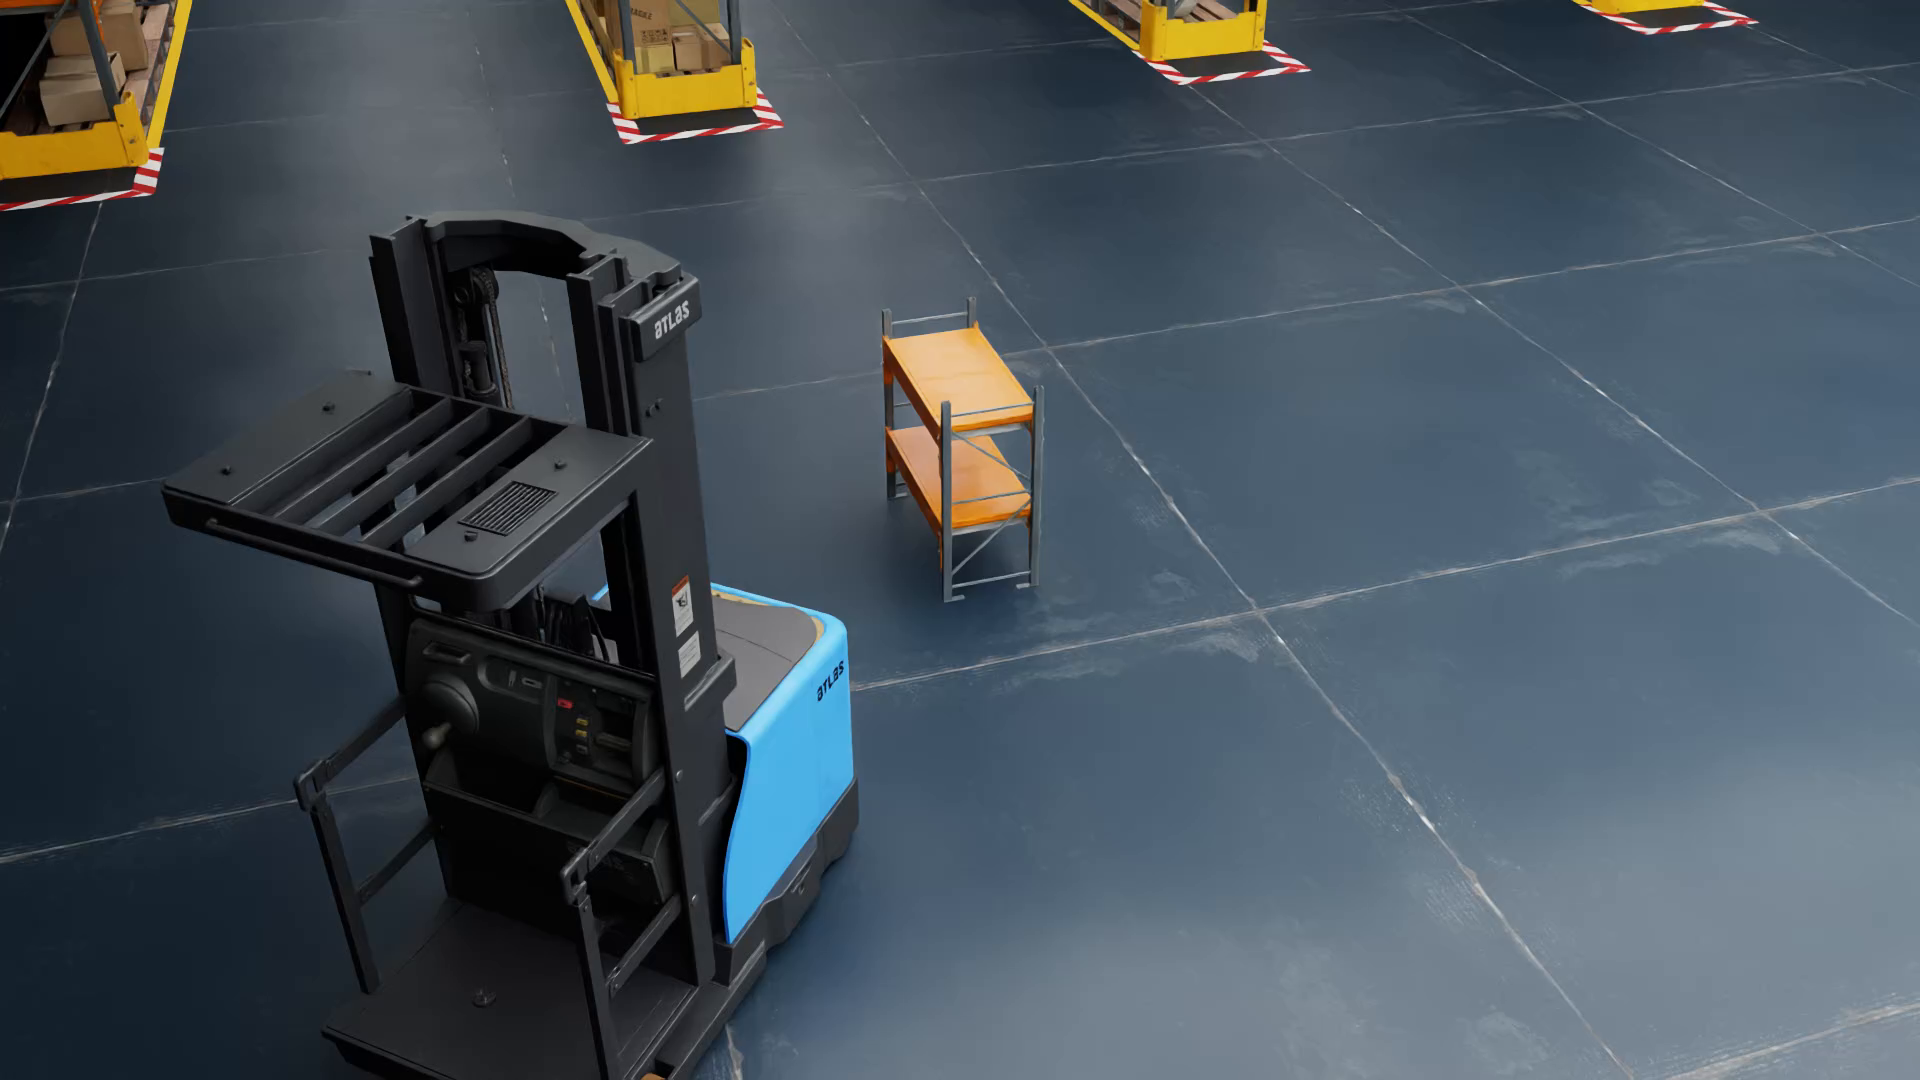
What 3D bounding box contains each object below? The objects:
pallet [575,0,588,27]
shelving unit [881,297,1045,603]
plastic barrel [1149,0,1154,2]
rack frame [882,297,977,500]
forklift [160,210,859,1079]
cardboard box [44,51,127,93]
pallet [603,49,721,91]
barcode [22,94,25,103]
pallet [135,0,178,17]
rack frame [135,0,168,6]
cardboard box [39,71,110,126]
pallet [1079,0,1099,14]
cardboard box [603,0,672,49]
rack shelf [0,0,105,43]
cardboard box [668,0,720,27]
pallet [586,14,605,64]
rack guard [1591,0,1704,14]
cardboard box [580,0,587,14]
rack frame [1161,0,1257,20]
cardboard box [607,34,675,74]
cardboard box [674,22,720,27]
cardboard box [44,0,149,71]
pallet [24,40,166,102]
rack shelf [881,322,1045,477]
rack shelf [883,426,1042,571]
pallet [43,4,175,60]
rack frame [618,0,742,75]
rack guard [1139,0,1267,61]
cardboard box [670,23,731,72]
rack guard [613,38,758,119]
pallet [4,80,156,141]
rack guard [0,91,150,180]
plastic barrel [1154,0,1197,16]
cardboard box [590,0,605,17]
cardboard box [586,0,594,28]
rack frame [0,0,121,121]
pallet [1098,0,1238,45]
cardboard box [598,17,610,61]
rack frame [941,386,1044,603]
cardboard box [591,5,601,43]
[{"bbox_3d":[-3.382,-5.544,16.948,1.003,0.211,1.213,-10,35,-15],"label":"pallet"},{"bbox_3d":[-0.002,-0.473,8.445,0.538,1.125,1.048,-10,35,-15],"label":"shelving unit"},{"bbox_3d":[1.928,-5.596,16.373,0.421,0.512,0.421,0,33,0],"label":"plastic barrel"},{"bbox_3d":[-0.157,-0.740,8.849,0.500,1.125,0.032,-10,35,-15],"label":"rack frame"},{"bbox_3d":[-1.478,0.605,5.175,1.130,2.935,3.031,14,36,20],"label":"forklift"},{"bbox_3d":[-7.380,-3.936,14.026,0.500,0.311,0.500,-7,34,-11],"label":"cardboard box"},{"bbox_3d":[-2.638,-4.263,15.009,1.003,0.211,1.213,-10,35,-15],"label":"pallet"},{"bbox_3d":[-7.593,-3.583,13.483,0.001,0.075,0.075,-10,35,-15],"label":"barcode"},{"bbox_3d":[-8.540,-5.542,16.945,1.003,0.211,1.213,-10,35,-15],"label":"pallet"},{"bbox_3d":[-8.301,-6.297,15.558,1.000,3.000,0.127,-10,35,-15],"label":"rack frame"},{"bbox_3d":[-7.206,-3.637,13.573,0.500,0.311,0.500,-14,36,-20],"label":"cardboard box"},{"bbox_3d":[1.675,-5.798,17.333,1.003,0.211,1.213,-10,35,-15],"label":"pallet"},{"bbox_3d":[-2.811,-4.604,14.430,0.500,0.500,0.500,-10,35,-15],"label":"cardboard box"},{"bbox_3d":[-7.691,-4.947,14.168,1.077,0.370,4.000,-10,35,-15],"label":"rack shelf"},{"bbox_3d":[-2.471,-4.954,14.959,0.500,0.500,0.500,-10,35,-15],"label":"cardboard box"},{"bbox_3d":[-3.006,-4.902,15.977,1.003,0.211,1.213,-10,35,-15],"label":"pallet"},{"bbox_3d":[7.048,-5.693,16.911,1.175,0.500,0.348,-10,35,-15],"label":"rack guard"},{"bbox_3d":[-3.437,-5.339,16.221,0.500,0.250,0.500,-10,35,-15],"label":"cardboard box"},{"bbox_3d":[2.354,-5.863,14.901,1.000,3.000,0.127,-10,35,-15],"label":"rack frame"},{"bbox_3d":[-2.809,-4.292,14.637,0.500,0.250,0.500,-10,35,-15],"label":"cardboard box"},{"bbox_3d":[-2.472,-4.641,15.165,0.500,0.250,0.500,-10,35,-15],"label":"cardboard box"},{"bbox_3d":[-7.556,-4.409,14.569,0.700,0.500,0.500,-12,35,-18],"label":"cardboard box"},{"bbox_3d":[-7.687,-4.145,14.831,1.003,0.211,1.213,-10,35,-15],"label":"pallet"},{"bbox_3d":[-0.002,-0.717,8.284,0.538,0.278,1.000,-10,35,-15],"label":"rack shelf"},{"bbox_3d":[-0.002,-0.269,8.580,0.538,0.278,1.000,-10,35,-15],"label":"rack shelf"},{"bbox_3d":[-8.063,-4.787,15.802,1.003,0.211,1.213,-10,35,-15],"label":"pallet"},{"bbox_3d":[-2.364,-5.032,13.644,1.000,3.000,0.127,-10,35,-15],"label":"rack frame"},{"bbox_3d":[2.286,-4.852,15.639,1.175,0.500,0.348,-10,35,-15],"label":"rack guard"},{"bbox_3d":[-2.316,-4.379,14.769,0.500,0.250,0.500,-10,35,-15],"label":"cardboard box"},{"bbox_3d":[-2.357,-3.976,14.314,1.175,0.500,0.348,-10,35,-15],"label":"rack guard"},{"bbox_3d":[-7.318,-3.506,13.864,1.003,0.211,1.213,-10,35,-15],"label":"pallet"},{"bbox_3d":[-7.104,-3.194,13.130,1.175,0.500,0.348,-10,35,-15],"label":"rack guard"},{"bbox_3d":[2.080,-5.333,15.975,0.421,0.512,0.421,0,33,0],"label":"plastic barrel"},{"bbox_3d":[-3.130,-5.127,15.221,0.500,0.500,0.500,-10,35,-15],"label":"cardboard box"},{"bbox_3d":[-3.278,-5.077,15.826,0.500,0.250,0.500,-10,35,-15],"label":"cardboard box"},{"bbox_3d":[-7.081,-4.197,12.380,1.000,3.000,0.127,-10,35,-15],"label":"rack frame"},{"bbox_3d":[2.043,-5.159,16.365,1.003,0.211,1.213,-10,35,-15],"label":"pallet"},{"bbox_3d":[-2.973,-4.552,15.031,0.500,0.250,0.500,-10,35,-15],"label":"cardboard box"},{"bbox_3d":[0.153,-0.206,8.041,0.500,1.125,0.032,-10,35,-15],"label":"rack frame"},{"bbox_3d":[-3.128,-4.814,15.428,0.500,0.250,0.500,-10,35,-15],"label":"cardboard box"}]
